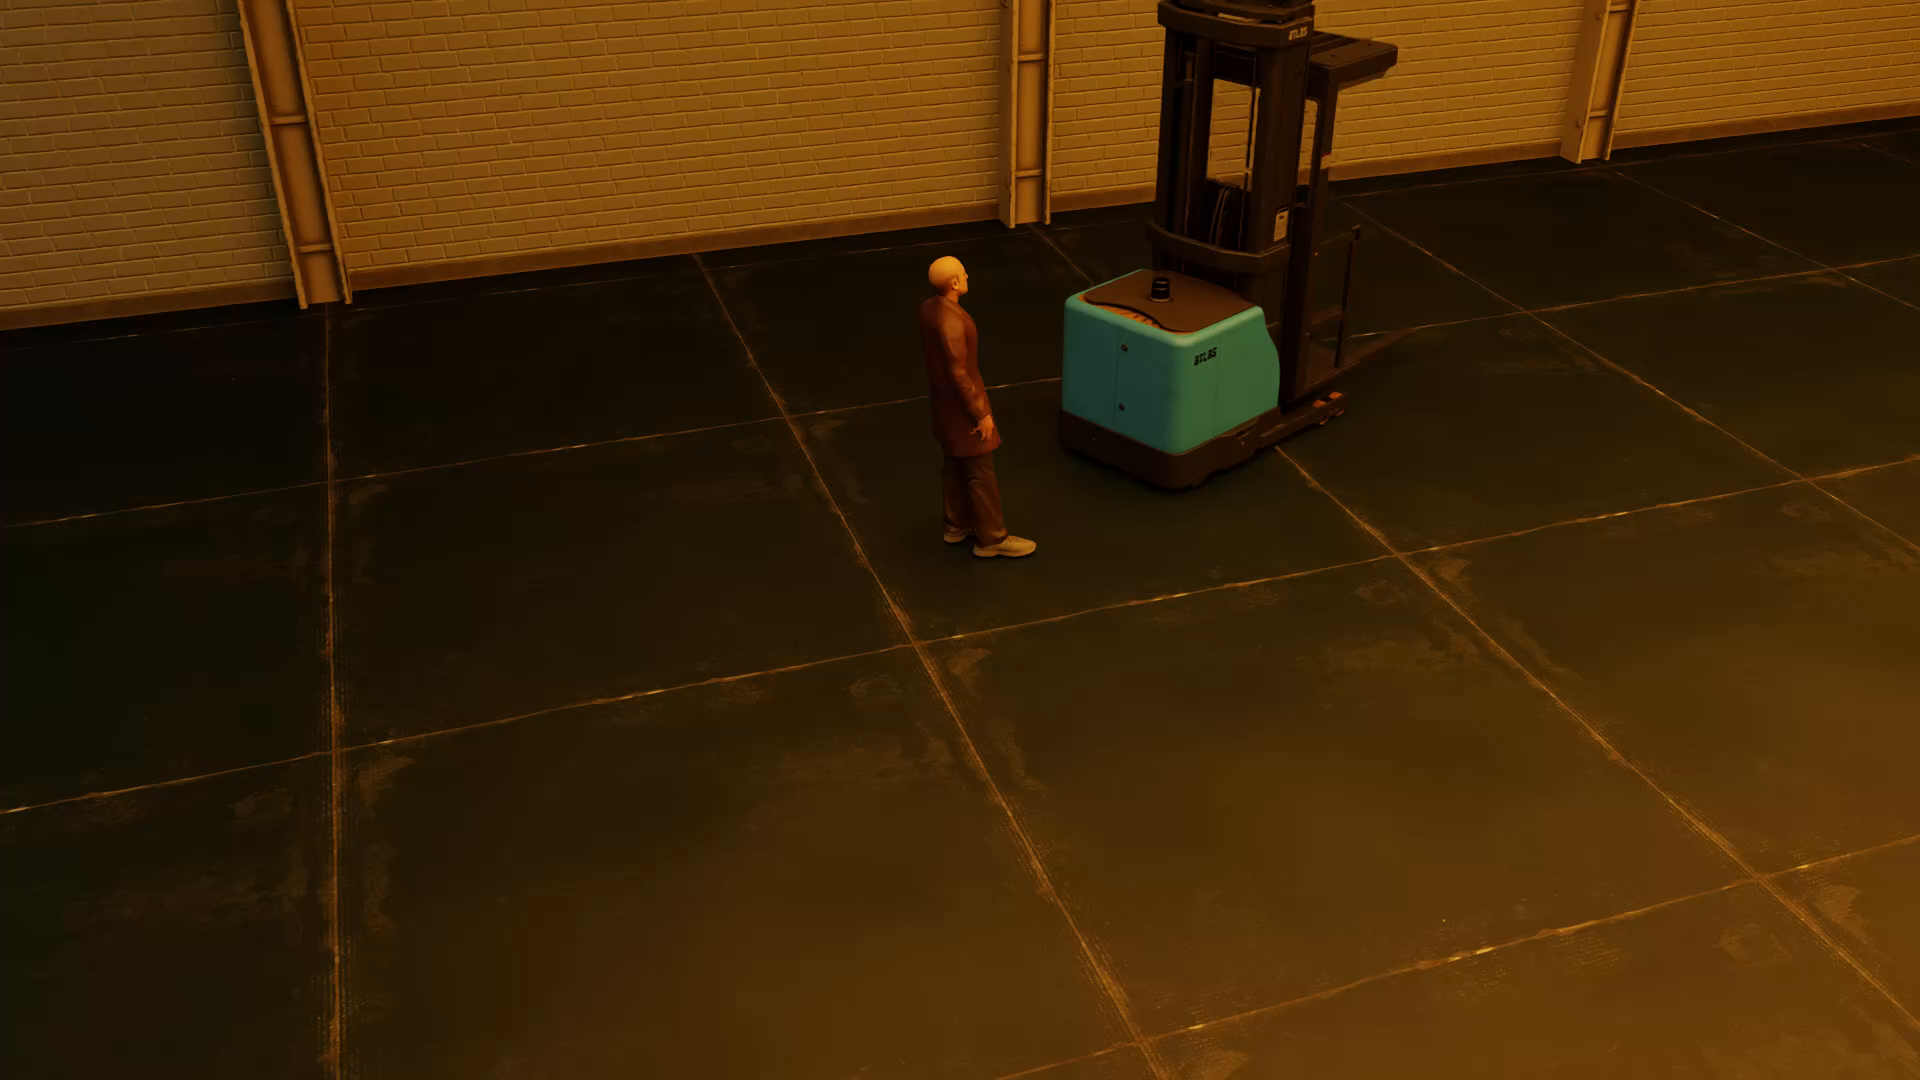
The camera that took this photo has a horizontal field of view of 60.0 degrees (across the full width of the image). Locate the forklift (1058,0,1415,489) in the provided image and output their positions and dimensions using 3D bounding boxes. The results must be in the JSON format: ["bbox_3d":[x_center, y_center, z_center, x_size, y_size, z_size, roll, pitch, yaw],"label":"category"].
[{"bbox_3d":[2.051,-2.224,10.952,3.031,2.935,1.130,-26,39,-38],"label":"forklift"}]

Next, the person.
[{"bbox_3d":[0.087,-0.789,9.600,0.582,1.775,0.696,-10,31,-16],"label":"person"}]
